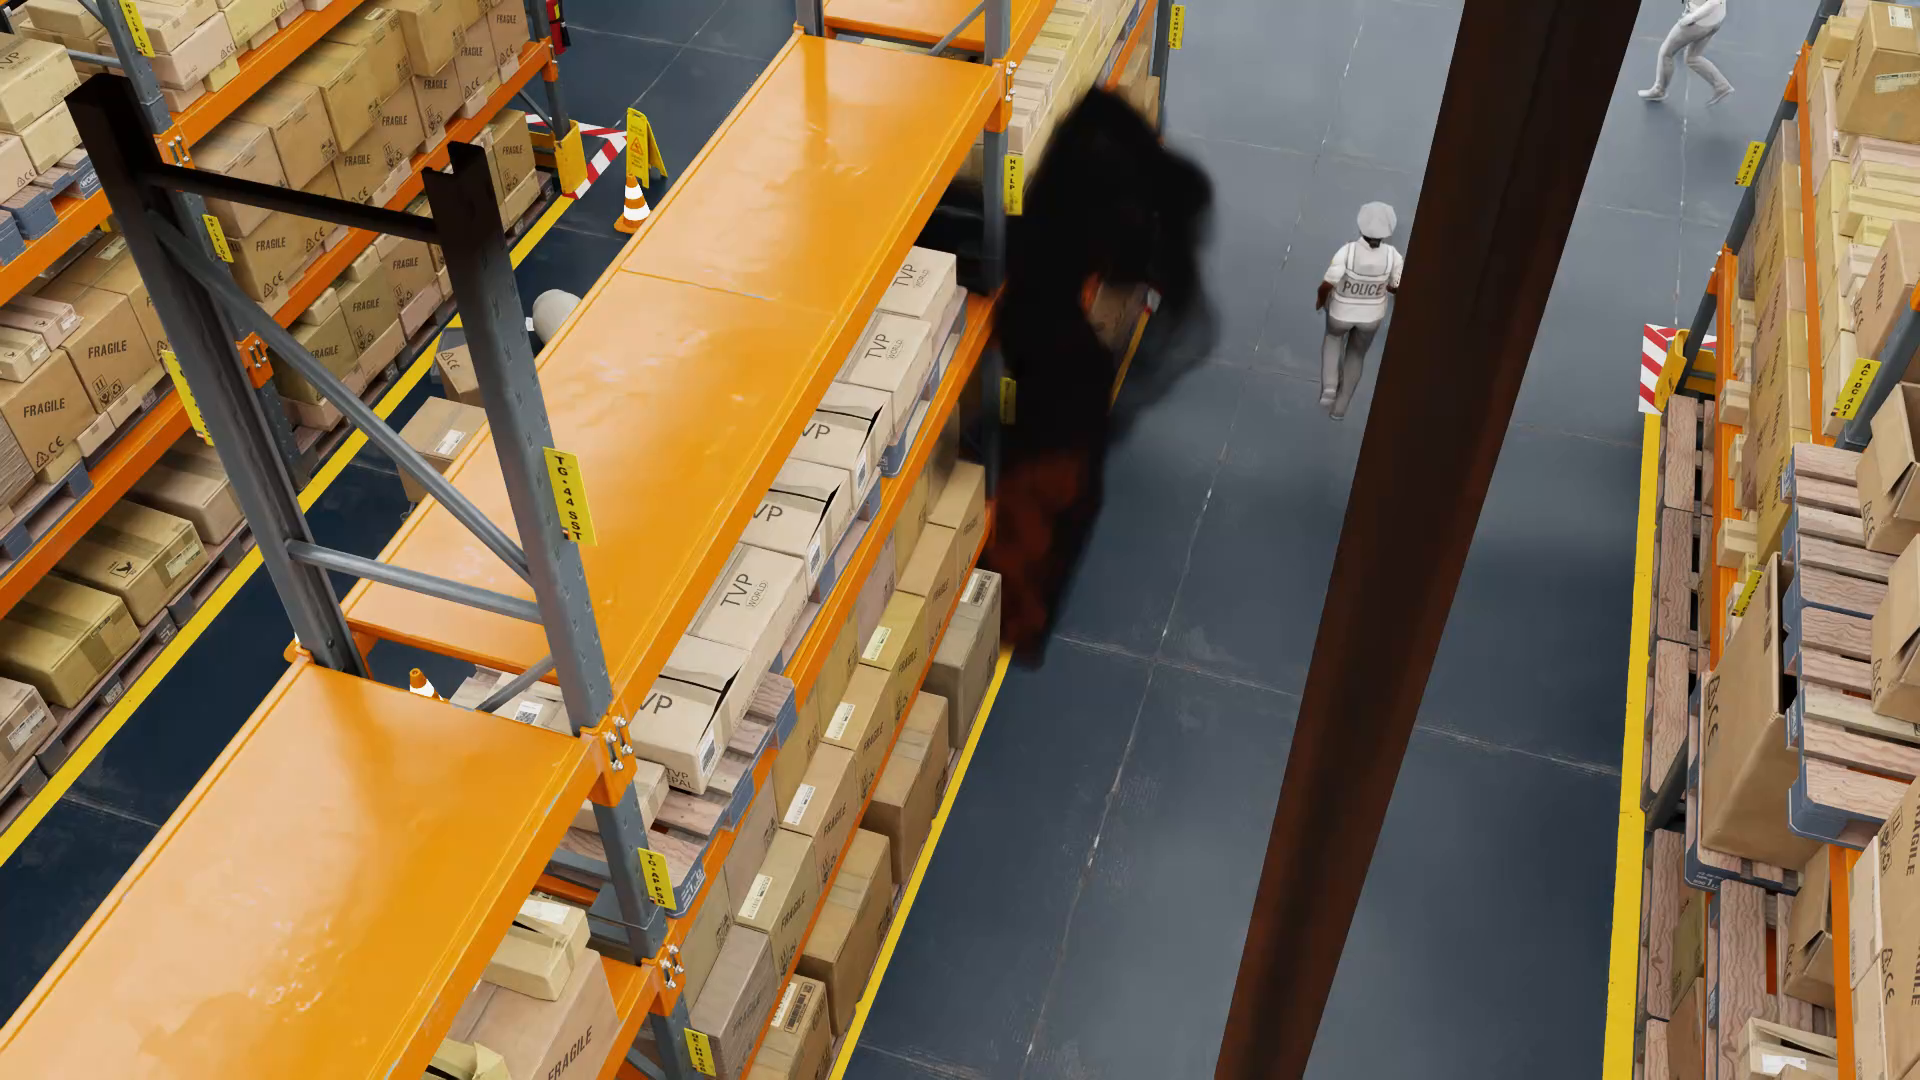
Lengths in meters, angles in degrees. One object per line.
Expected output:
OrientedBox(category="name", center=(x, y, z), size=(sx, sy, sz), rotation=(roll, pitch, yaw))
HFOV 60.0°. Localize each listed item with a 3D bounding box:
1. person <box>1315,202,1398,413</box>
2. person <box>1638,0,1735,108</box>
OrientedBox(category="person", center=(2.626, -1.590, 11.075), size=(0.569, 1.598, 0.515), rotation=(5, 46, 5))
OrientedBox(category="person", center=(6.418, -4.408, 14.334), size=(0.623, 1.667, 0.817), rotation=(-30, 53, -26))
